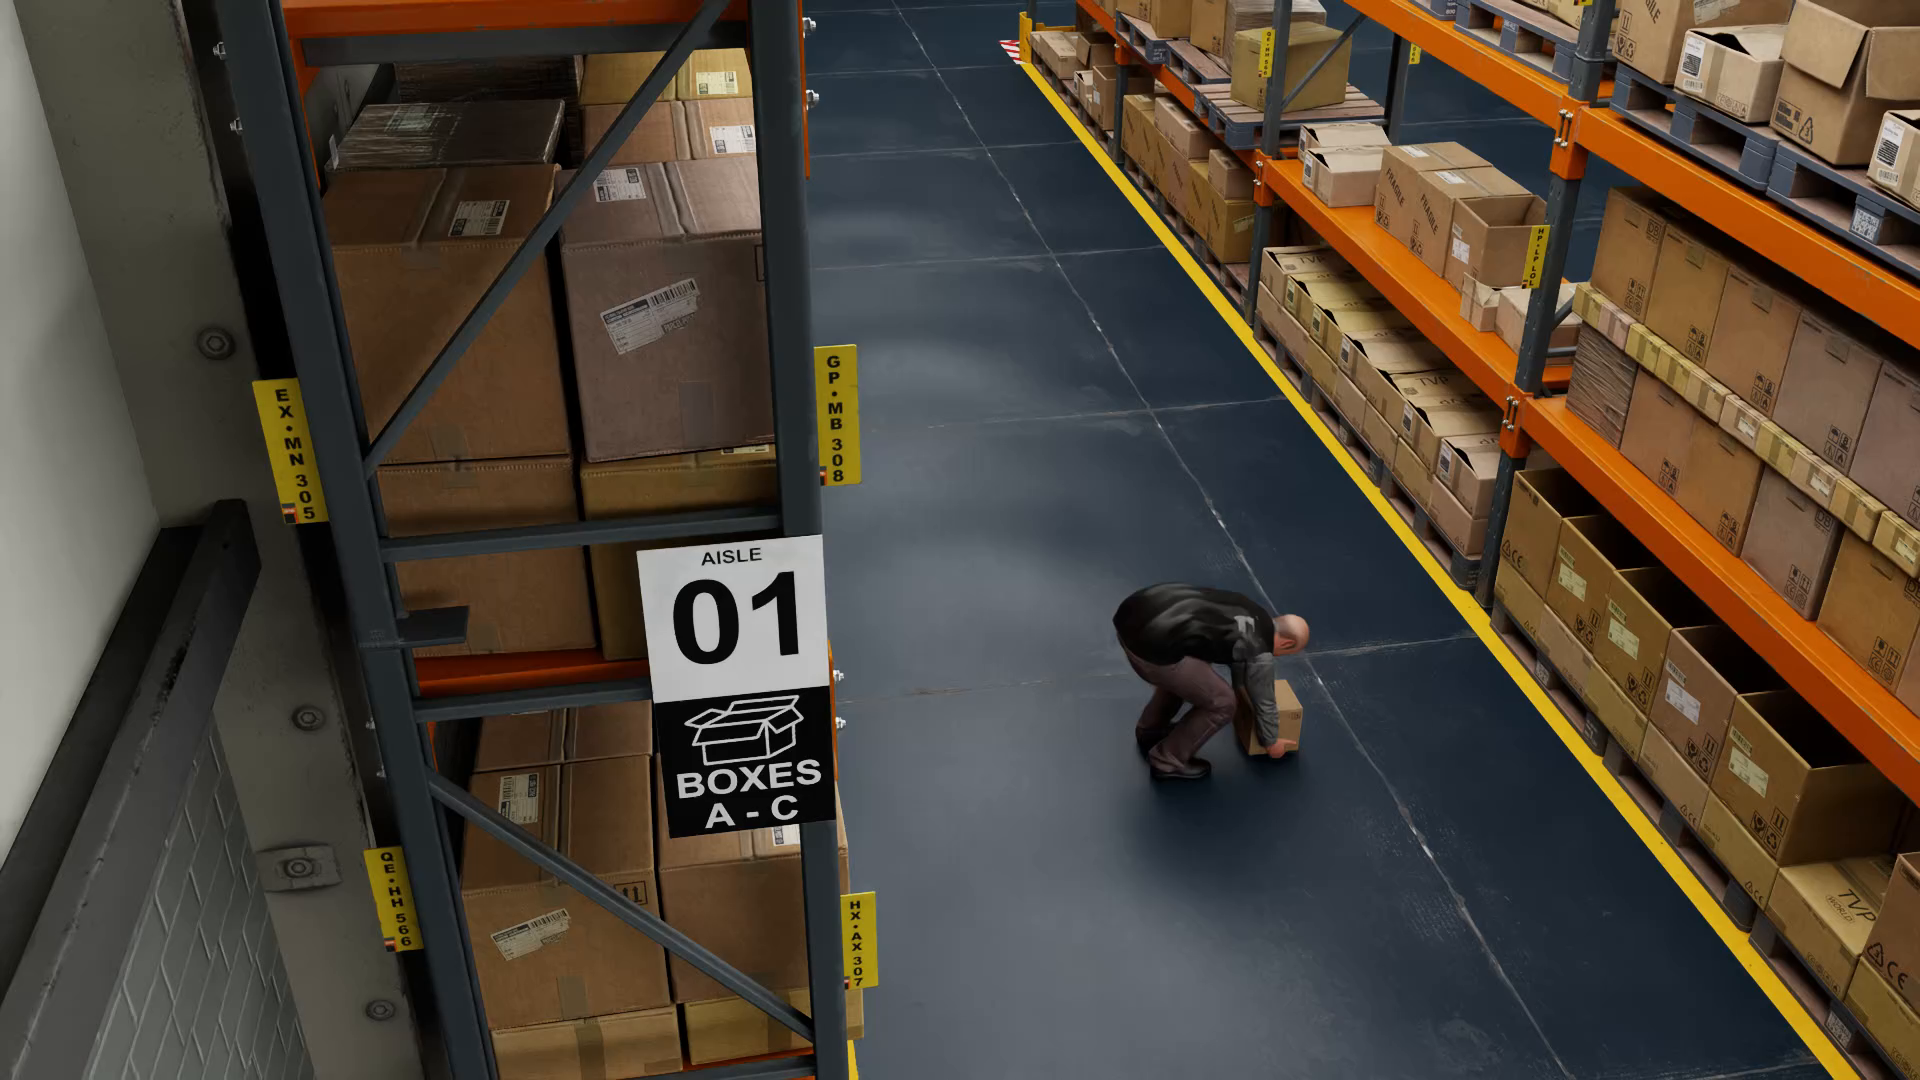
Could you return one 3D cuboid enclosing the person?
[{"bbox_3d":[1.180,0.441,7.759,0.799,1.376,0.466,-6,31,-10],"label":"person"}]
